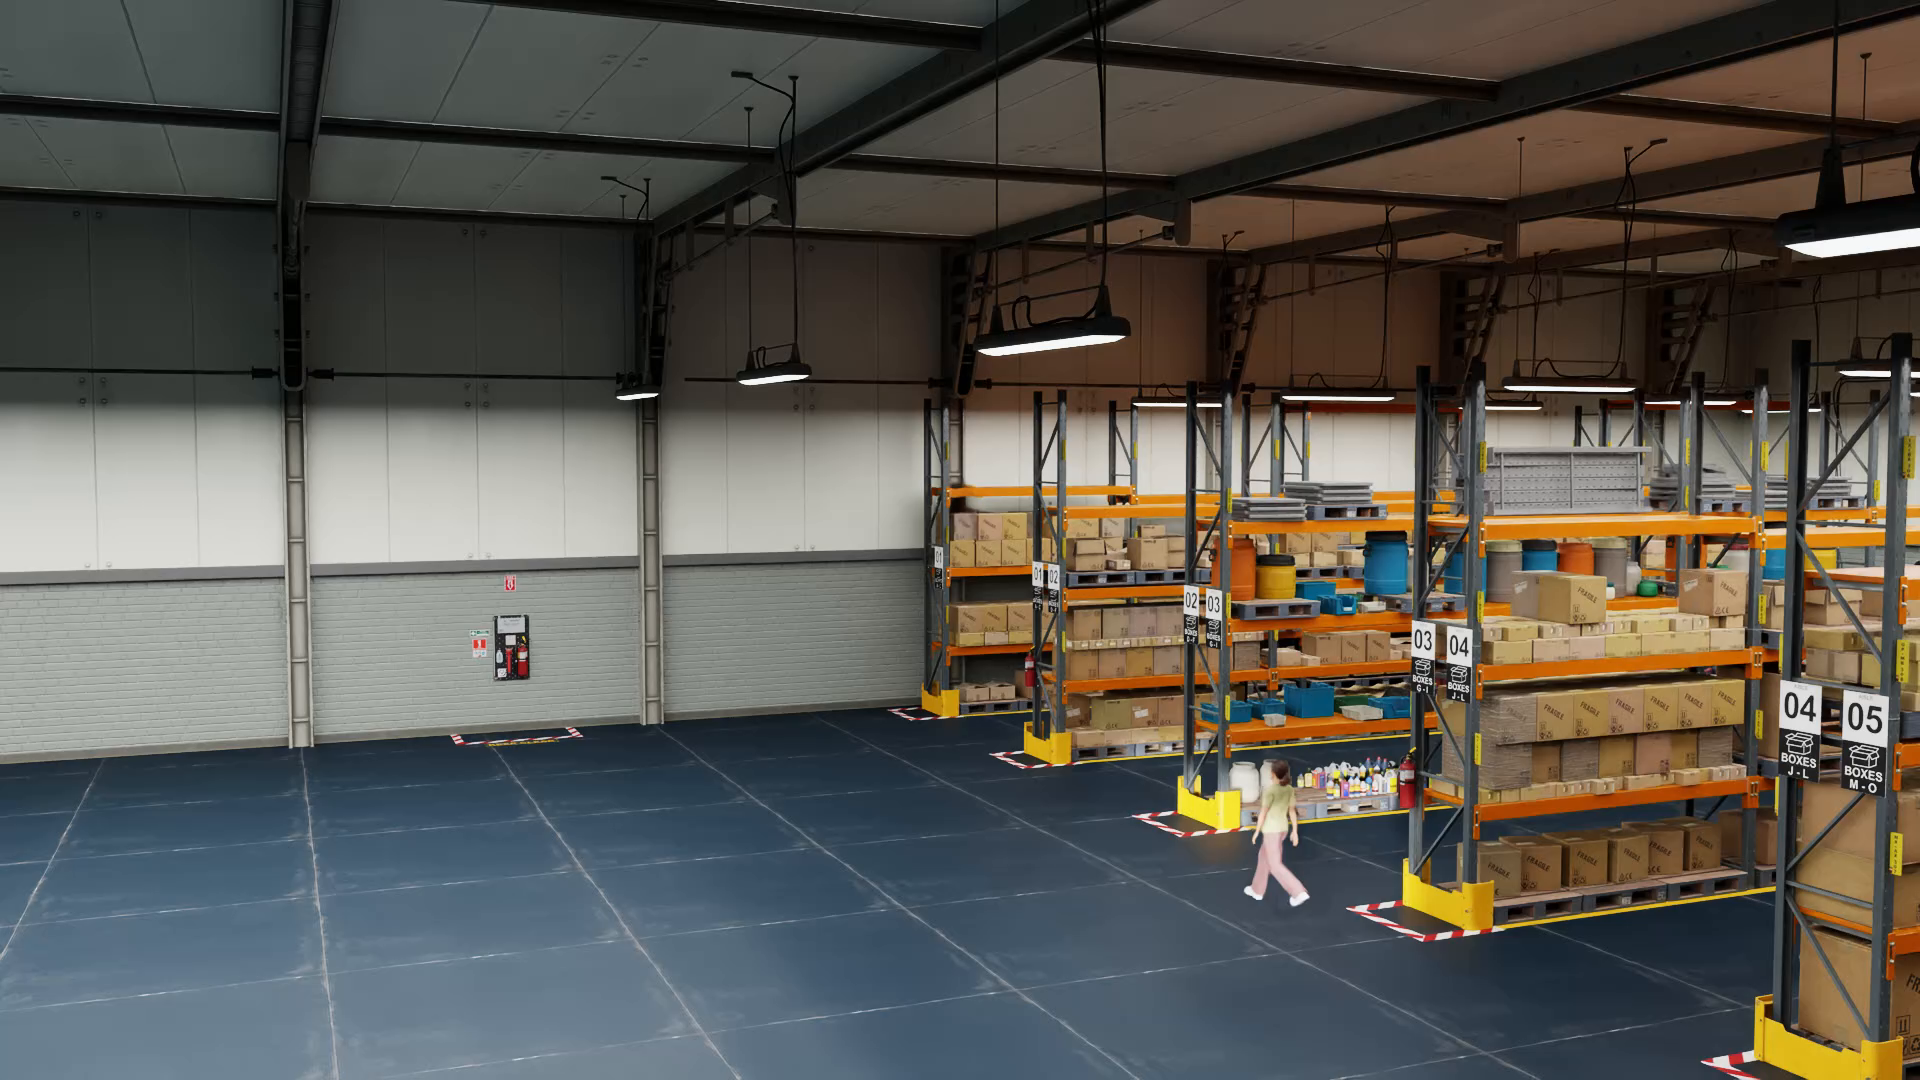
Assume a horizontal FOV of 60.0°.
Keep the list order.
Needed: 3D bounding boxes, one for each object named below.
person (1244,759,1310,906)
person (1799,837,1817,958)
[{"bbox_3d":[3.504,3.256,18.499,0.982,1.637,0.436,3,5,42],"label":"person"},{"bbox_3d":[8.421,3.367,16.381,0.375,1.718,0.466,1,4,24],"label":"person"}]
